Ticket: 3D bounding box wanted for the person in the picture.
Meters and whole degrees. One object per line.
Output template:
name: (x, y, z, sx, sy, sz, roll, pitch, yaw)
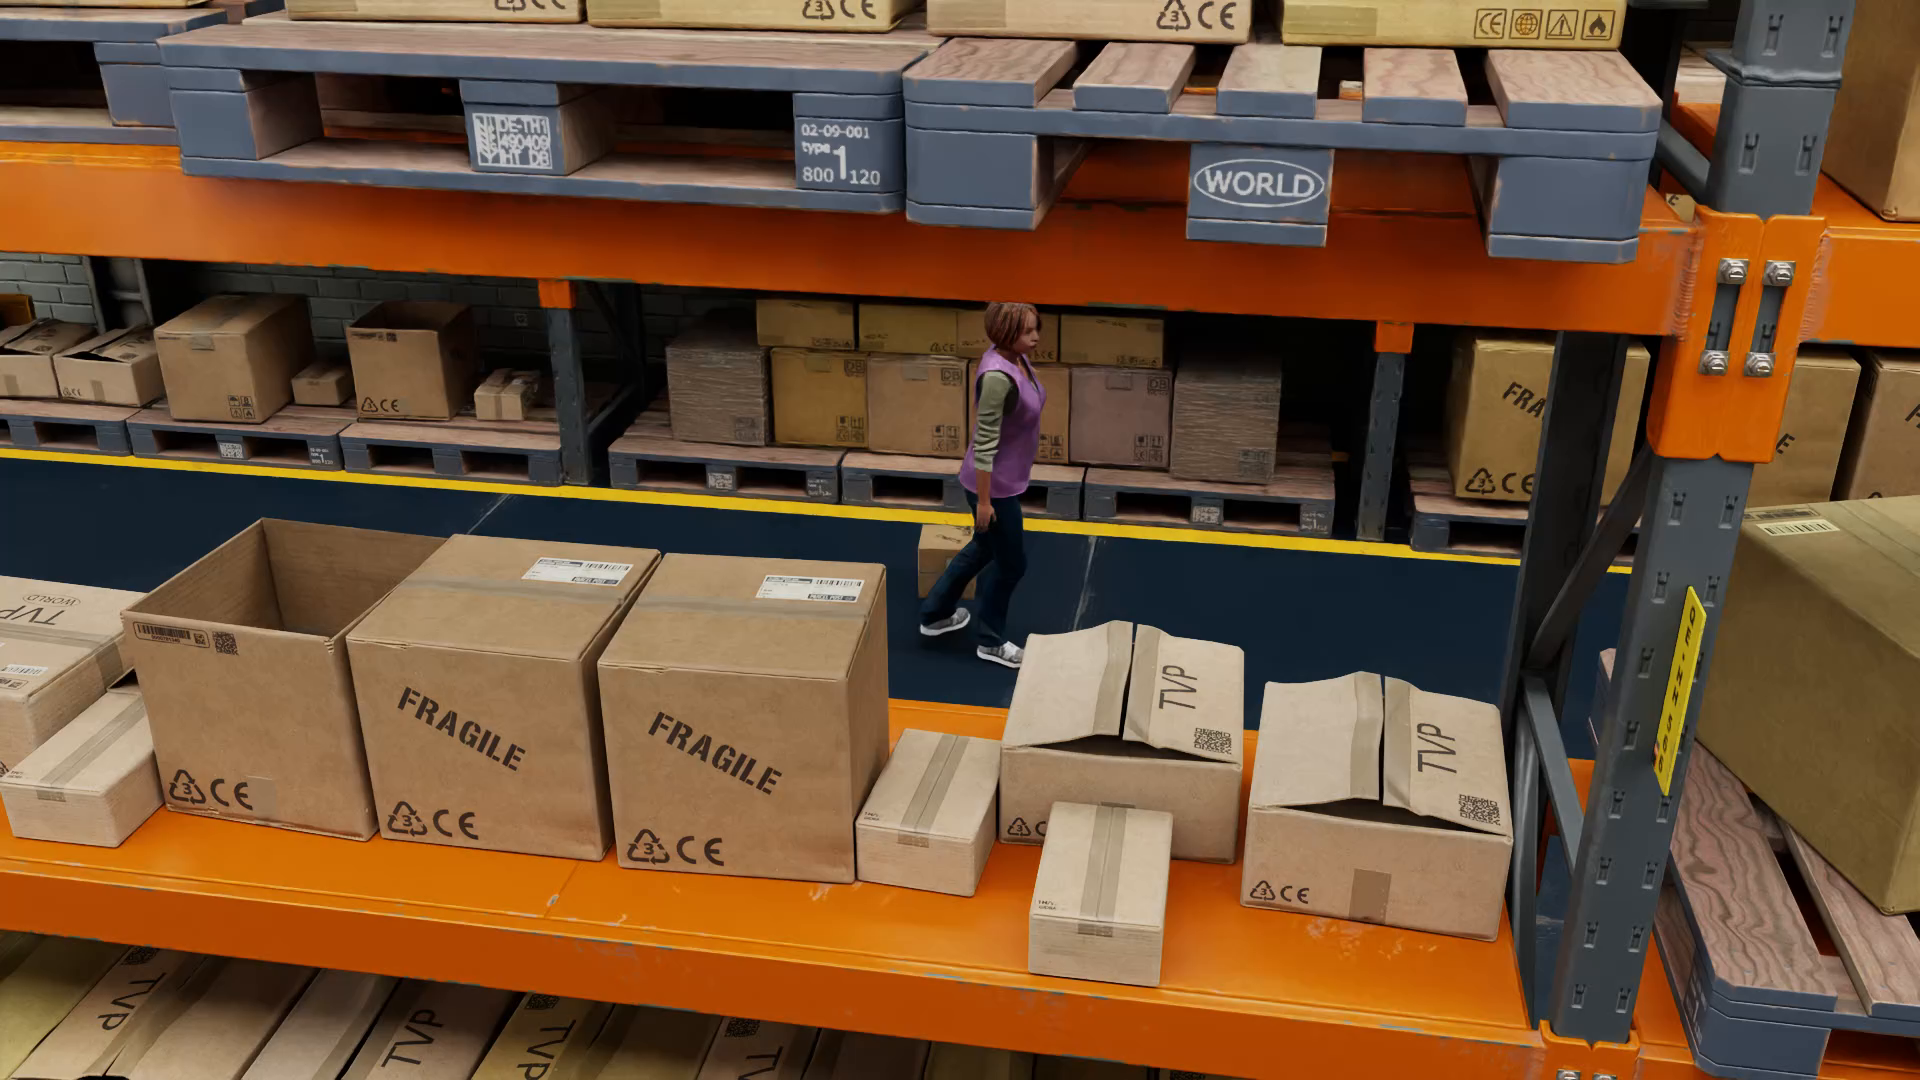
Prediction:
person: (0.076, -0.235, 6.620, 0.512, 1.583, 0.475, 3, 25, 7)
